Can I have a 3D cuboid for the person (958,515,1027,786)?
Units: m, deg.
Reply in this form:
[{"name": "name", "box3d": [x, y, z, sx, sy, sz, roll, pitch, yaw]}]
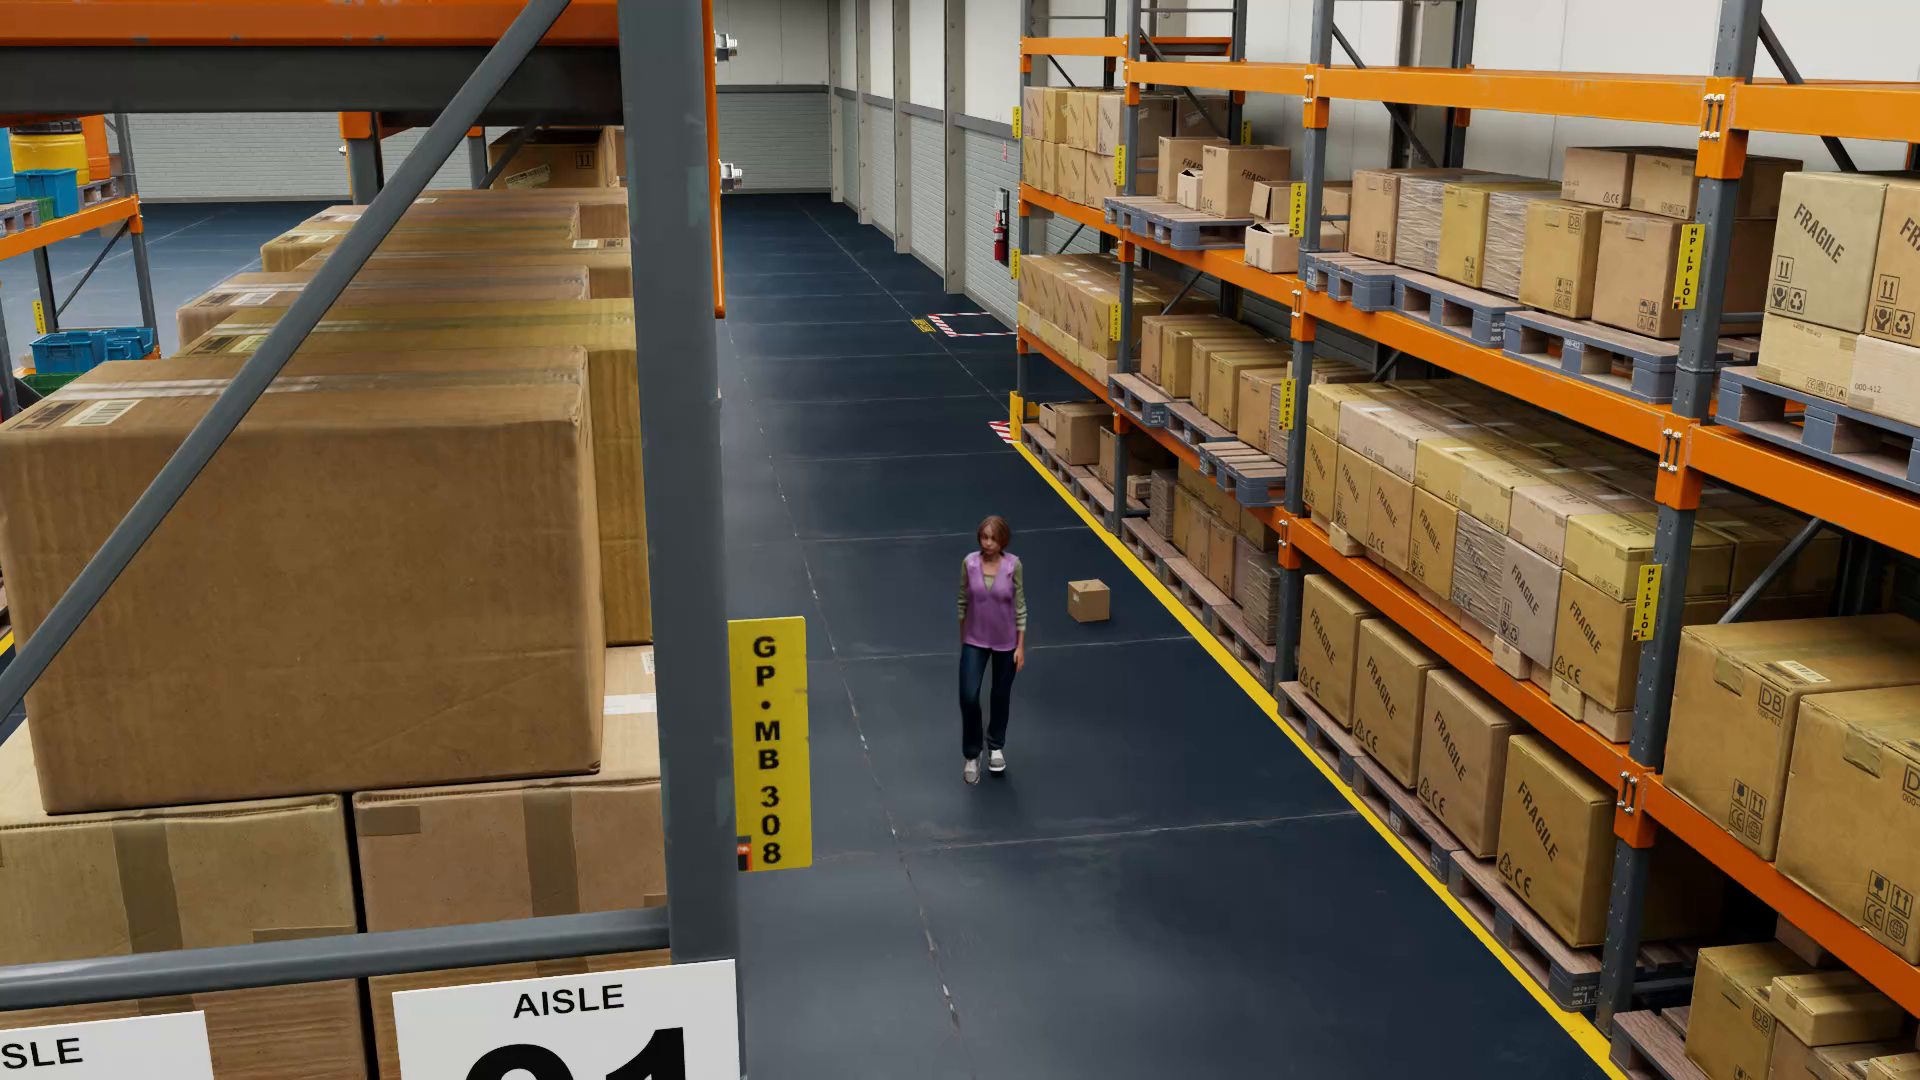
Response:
[{"name": "person", "box3d": [0.189, 0.661, 9.857, 0.416, 1.617, 0.465, 1, 17, 3]}]
